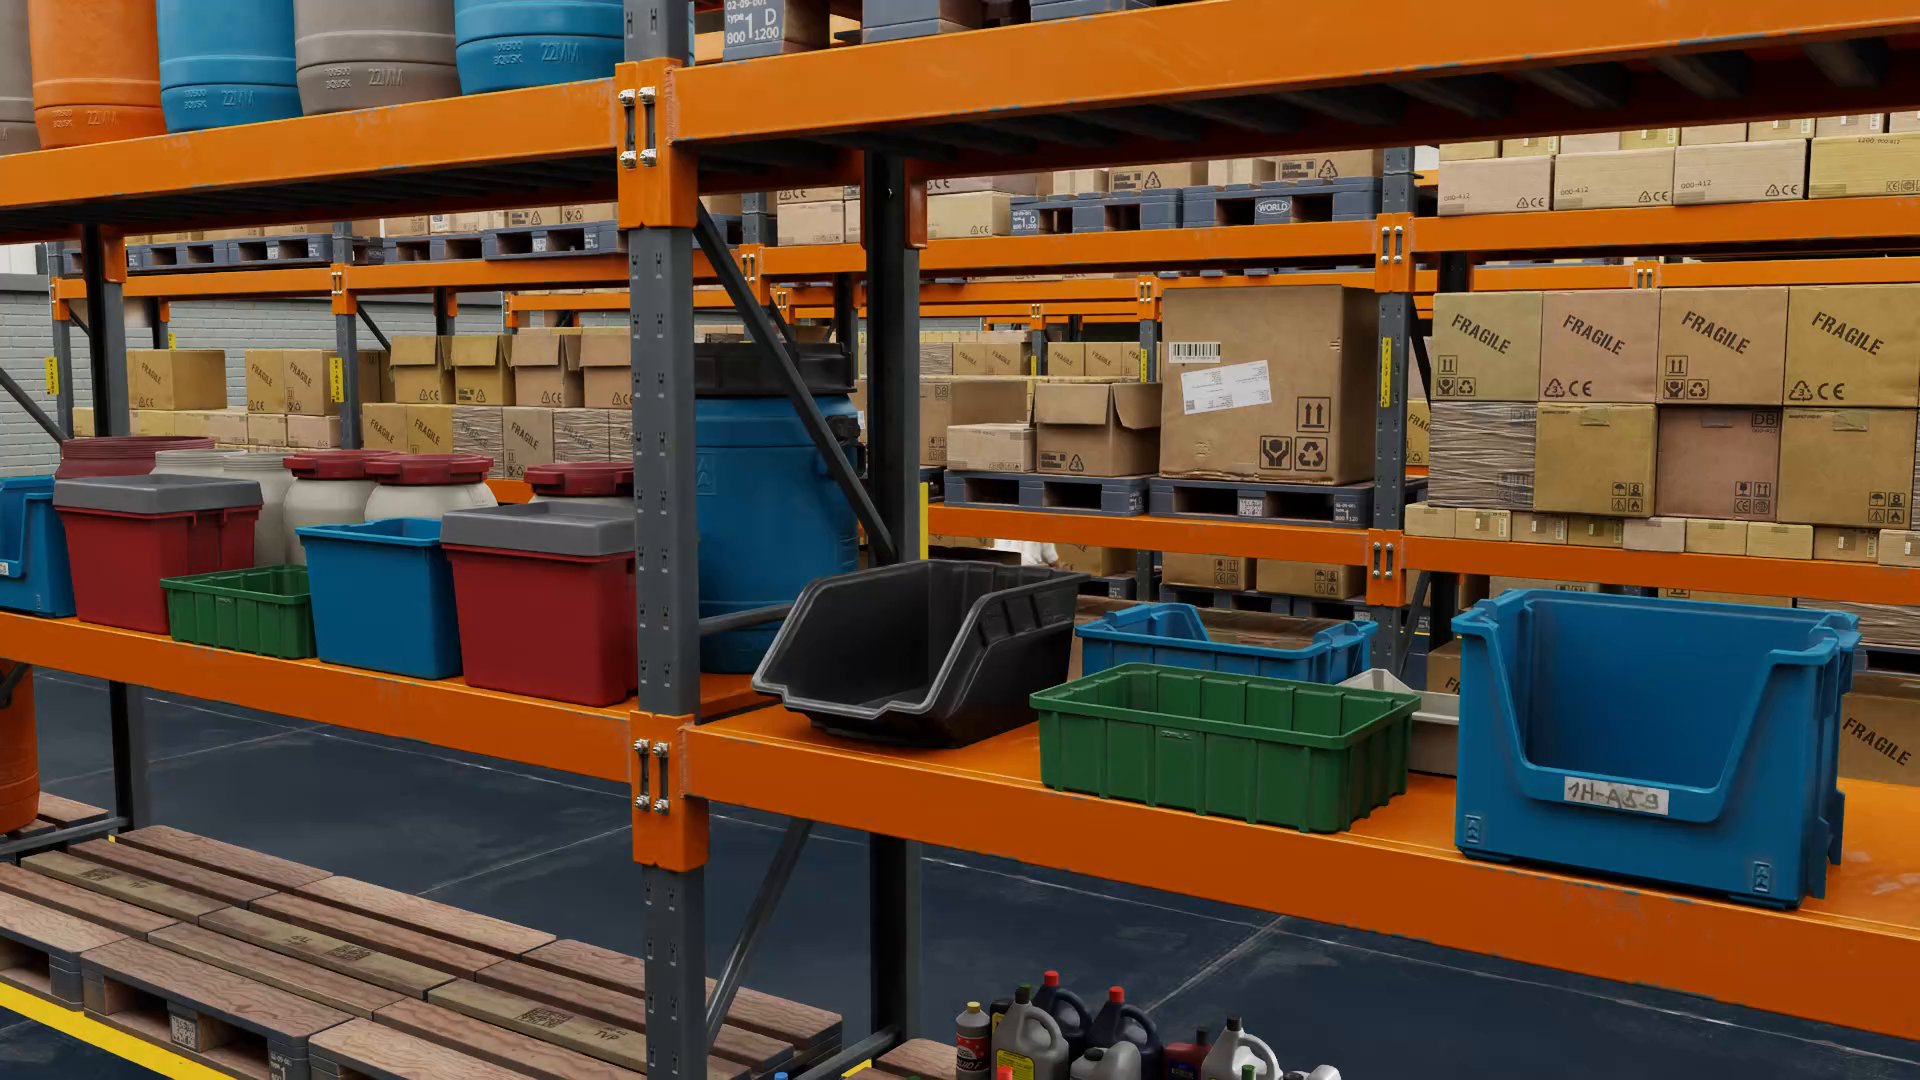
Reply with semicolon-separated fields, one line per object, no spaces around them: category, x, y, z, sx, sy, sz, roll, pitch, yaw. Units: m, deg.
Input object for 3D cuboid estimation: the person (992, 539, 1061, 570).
person;0.504;0.214;13.446;0.528;0.930;0.860;4;8;34
